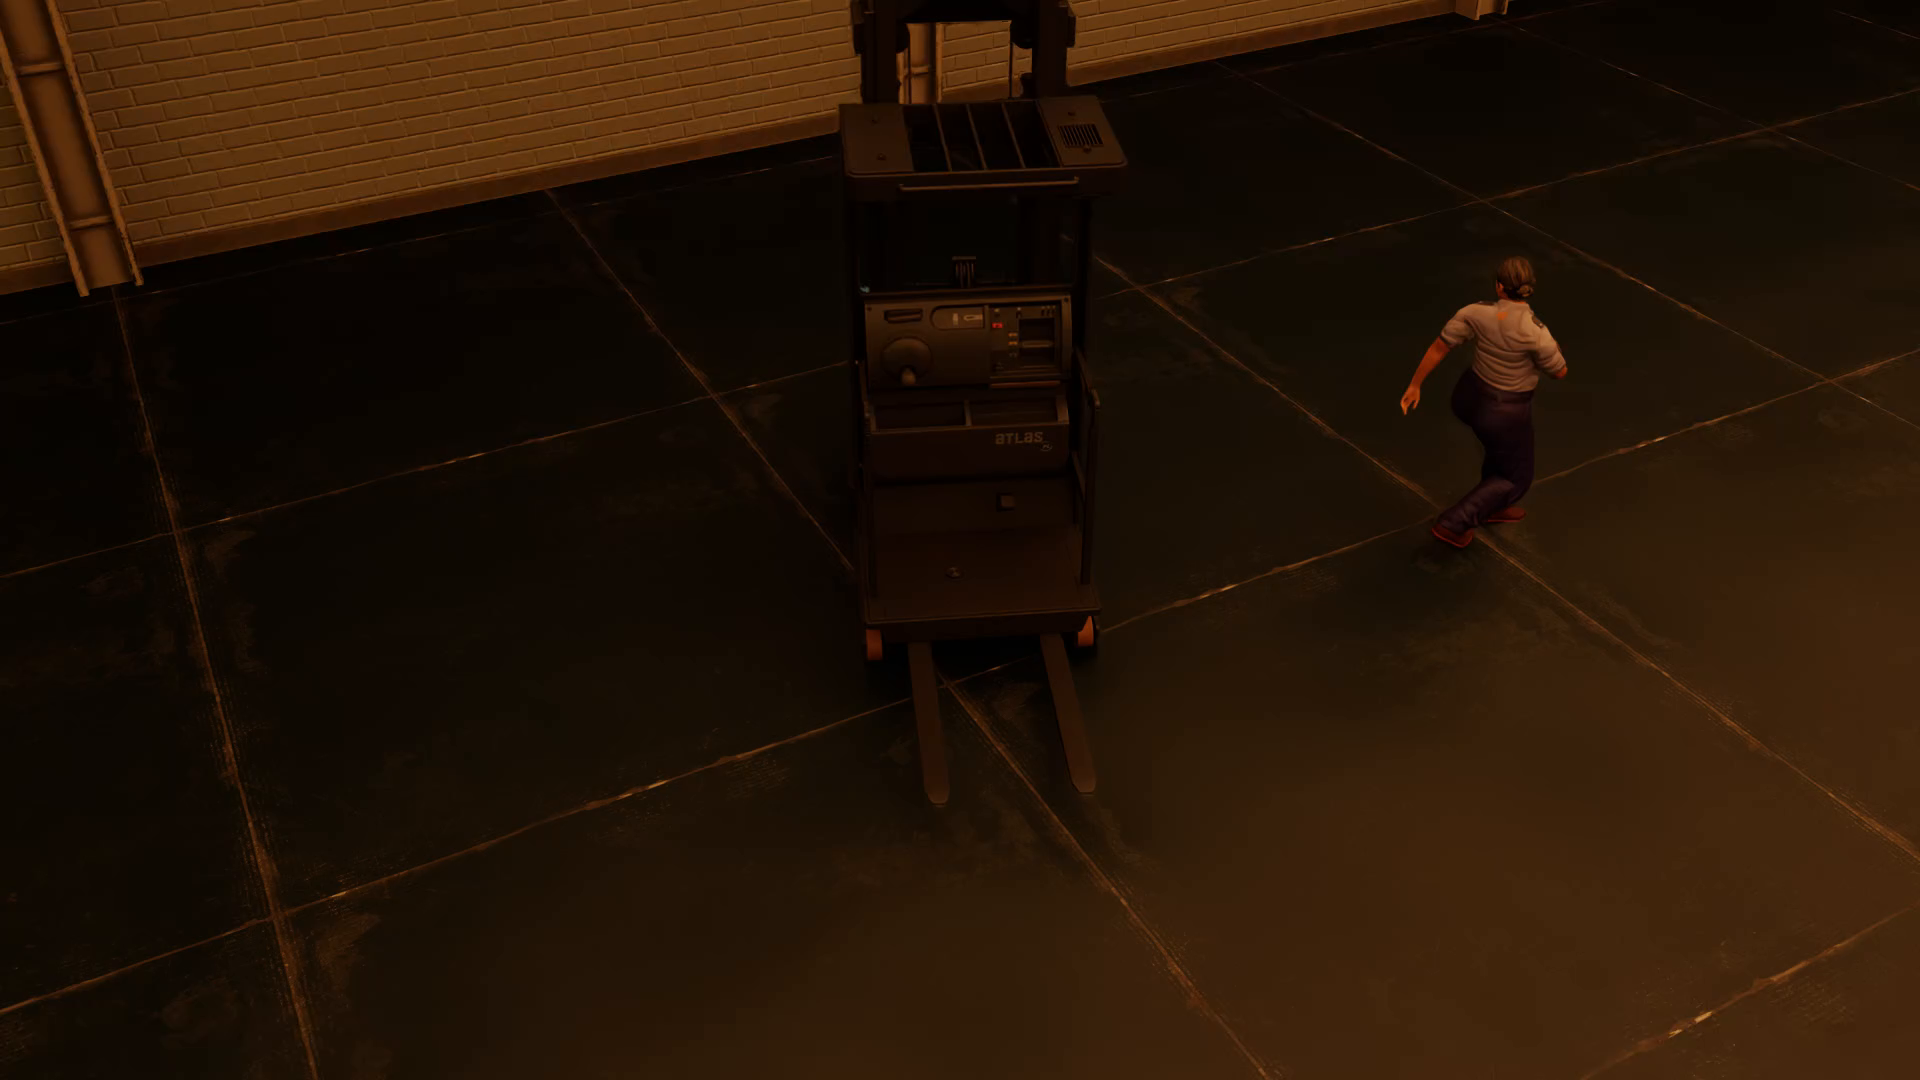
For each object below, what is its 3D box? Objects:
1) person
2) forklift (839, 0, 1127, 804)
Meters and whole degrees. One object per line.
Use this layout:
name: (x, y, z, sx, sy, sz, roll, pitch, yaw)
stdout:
person: (2.658, -0.683, 8.291, 0.776, 1.574, 0.533, -15, 38, -20)
forklift: (0.064, -0.832, 7.300, 1.130, 2.935, 3.031, -3, 35, -5)
